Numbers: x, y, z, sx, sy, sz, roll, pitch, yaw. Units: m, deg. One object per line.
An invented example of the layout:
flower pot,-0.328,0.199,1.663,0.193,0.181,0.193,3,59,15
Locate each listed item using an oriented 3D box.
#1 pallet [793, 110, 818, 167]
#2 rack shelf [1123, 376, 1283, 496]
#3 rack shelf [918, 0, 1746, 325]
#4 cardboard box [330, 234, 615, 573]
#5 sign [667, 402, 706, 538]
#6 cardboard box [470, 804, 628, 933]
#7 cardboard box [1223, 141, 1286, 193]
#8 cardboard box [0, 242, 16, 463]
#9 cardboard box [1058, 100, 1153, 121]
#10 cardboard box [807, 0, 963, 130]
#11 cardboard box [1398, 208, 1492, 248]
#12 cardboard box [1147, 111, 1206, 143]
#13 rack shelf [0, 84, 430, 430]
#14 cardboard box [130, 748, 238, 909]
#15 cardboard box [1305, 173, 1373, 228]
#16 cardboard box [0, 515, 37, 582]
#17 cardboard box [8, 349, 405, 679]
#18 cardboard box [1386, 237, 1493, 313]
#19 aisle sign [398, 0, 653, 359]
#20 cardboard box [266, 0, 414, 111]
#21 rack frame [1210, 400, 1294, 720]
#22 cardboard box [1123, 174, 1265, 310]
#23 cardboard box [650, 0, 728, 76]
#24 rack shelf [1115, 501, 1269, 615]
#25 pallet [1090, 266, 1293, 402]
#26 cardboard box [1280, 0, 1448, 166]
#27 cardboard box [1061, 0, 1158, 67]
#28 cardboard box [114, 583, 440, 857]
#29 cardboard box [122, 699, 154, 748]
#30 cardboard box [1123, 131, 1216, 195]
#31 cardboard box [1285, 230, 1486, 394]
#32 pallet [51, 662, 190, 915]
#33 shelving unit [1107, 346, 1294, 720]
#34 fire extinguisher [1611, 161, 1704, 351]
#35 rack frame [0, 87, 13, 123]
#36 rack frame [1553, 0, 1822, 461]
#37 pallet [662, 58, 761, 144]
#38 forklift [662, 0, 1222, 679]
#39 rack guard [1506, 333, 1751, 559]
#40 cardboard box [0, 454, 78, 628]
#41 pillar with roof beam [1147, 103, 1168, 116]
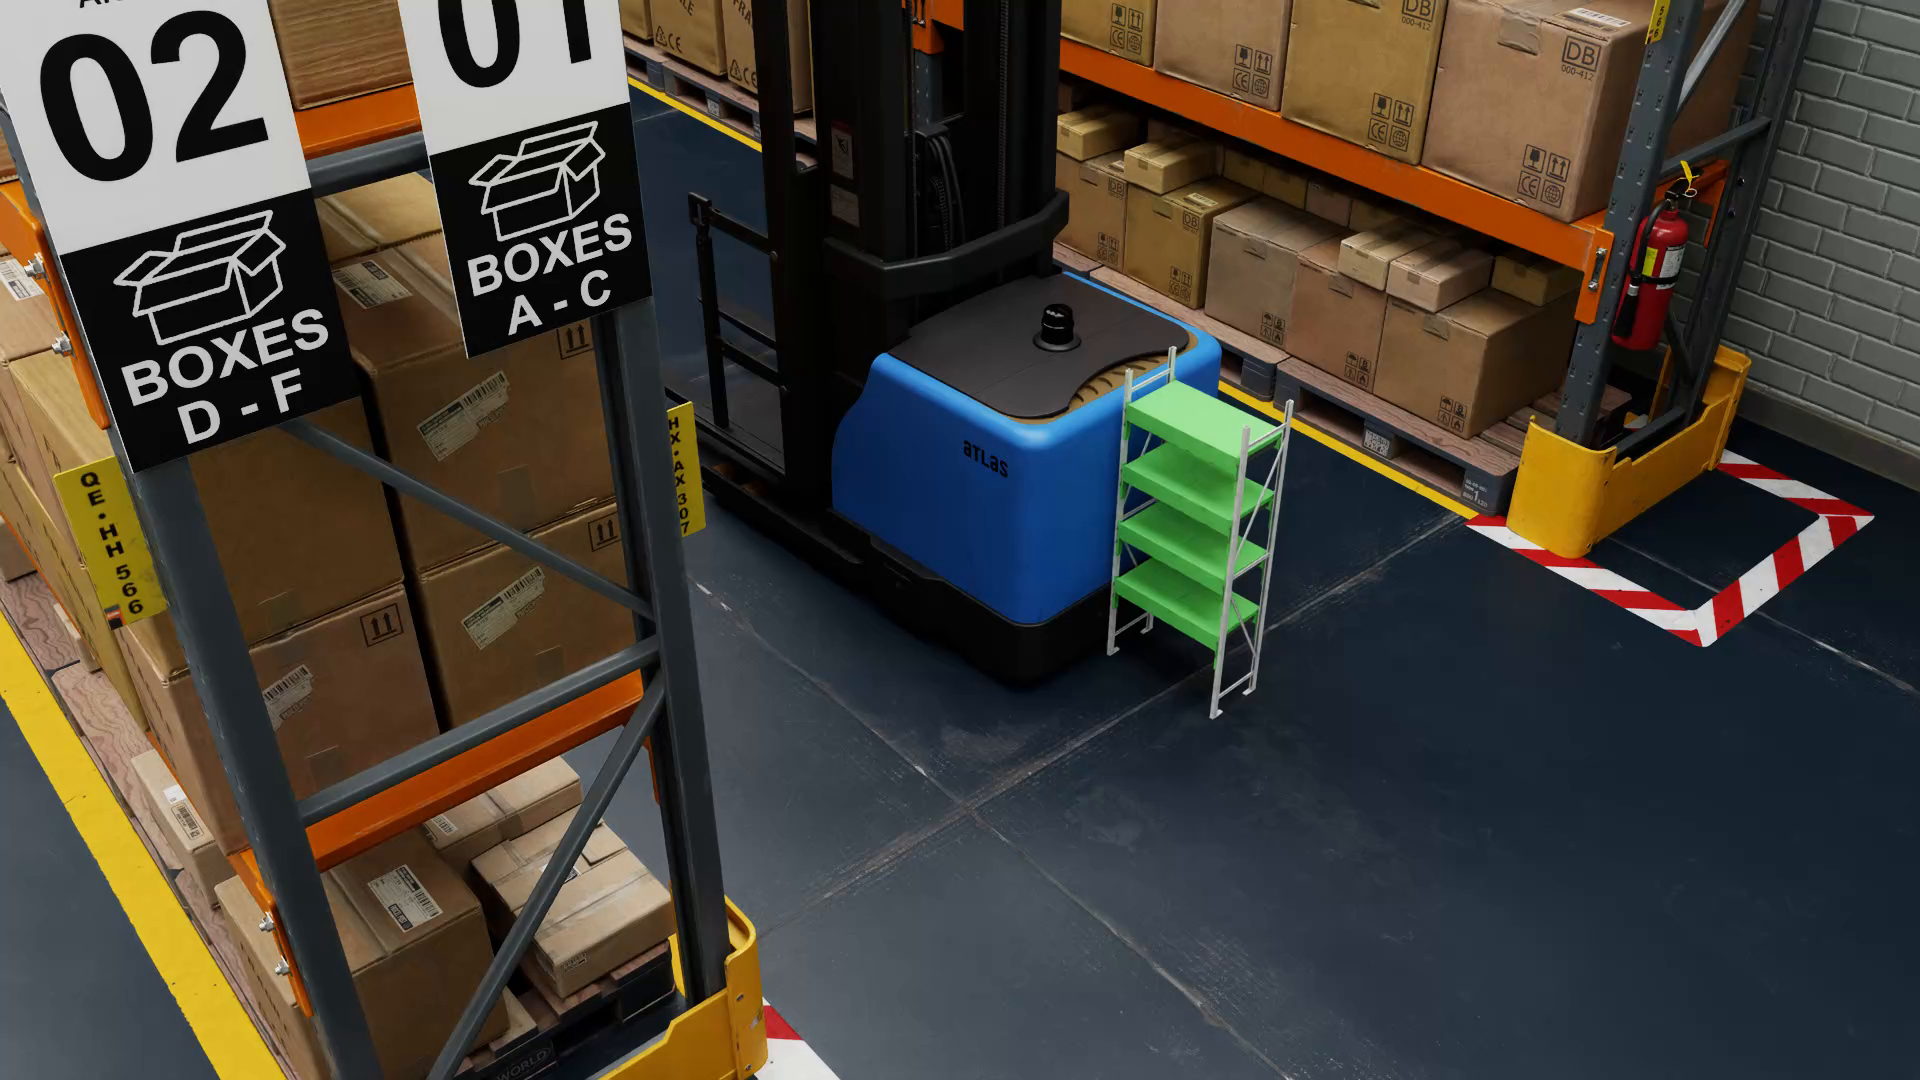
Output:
pallet,-0.378,-2.378,9.925,1.003,0.211,1.213,-26,43,-32
rack shelf,0.804,-0.349,5.485,0.258,0.148,0.480,-29,44,-34
rack shelf,1.468,-2.027,7.639,1.077,0.370,4.000,-26,43,-32
cardboard box,-1.108,-0.331,3.670,0.500,0.500,0.500,-25,42,-30
sign,-0.609,-0.144,3.608,0.100,0.325,0.005,-26,43,-32
cardboard box,-1.192,0.965,4.862,0.380,0.166,0.250,-26,43,-32
cardboard box,1.482,-1.815,7.956,0.380,0.149,0.250,-27,43,-33
cardboard box,-2.185,-0.581,4.023,0.500,0.500,0.500,-25,42,-31
cardboard box,0.582,-1.986,8.758,0.700,0.500,0.500,-25,43,-31
cardboard box,-0.341,-2.736,9.514,0.750,0.750,0.750,-25,43,-31
cardboard box,2.136,-1.368,7.324,0.380,0.149,0.250,-26,43,-32
cardboard box,1.152,-2.041,8.275,0.380,0.149,0.250,-28,44,-33
rack shelf,-2.314,-1.401,4.161,1.077,0.370,4.000,-26,43,-32
cardboard box,-2.152,0.776,5.058,0.500,0.250,0.500,-26,43,-32
cardboard box,1.811,-1.590,7.638,0.380,0.149,0.250,-25,42,-31
cardboard box,-3.499,-0.170,6.341,0.500,0.311,0.500,-26,43,-32
cardboard box,-1.520,-0.131,3.388,0.500,0.500,0.500,-26,43,-32
cardboard box,2.008,-1.114,6.965,0.380,0.149,0.250,-27,43,-32
aisle sign,-0.755,-0.728,2.934,0.394,0.787,0.004,-26,43,-32
cardboard box,-1.160,-1.072,3.203,0.500,0.250,0.500,-26,43,-32
rack frame,0.972,0.093,5.581,0.240,1.200,0.015,-29,44,-34
cardboard box,1.233,-1.536,8.122,0.700,0.500,0.500,-25,42,-31
cardboard box,-1.469,-3.501,10.594,0.750,0.750,0.750,-26,43,-32
rack shelf,0.804,0.043,5.762,0.258,0.148,0.480,-29,44,-34
pallet,1.400,-1.161,8.207,1.003,0.211,1.213,-26,43,-32
cardboard box,1.944,-2.098,6.858,0.980,0.700,0.700,-26,43,-32
cardboard box,0.982,-2.756,7.786,0.980,0.700,0.700,-27,43,-33
cardboard box,-1.520,0.275,3.680,0.500,0.500,0.500,-25,42,-30
cardboard box,-2.388,0.313,5.492,0.797,0.503,0.637,-26,43,-32
cardboard box,1.000,-1.801,7.936,0.380,0.149,0.250,-27,44,-33
cardboard box,1.908,-1.081,7.481,0.700,0.500,0.500,-26,43,-32
pallet,-2.370,0.627,5.683,1.003,0.211,1.213,-26,43,-32
shelving unit,0.804,-0.009,5.725,0.258,1.200,0.503,-29,44,-34
fire extinguisher,2.503,-1.015,5.977,0.296,0.674,0.183,-26,43,-32
rack frame,-1.023,-2.036,1.839,1.000,3.000,0.127,-26,43,-32
rack frame,2.759,-1.437,6.184,1.000,3.000,0.127,-26,43,-32
pallet,-1.170,-2.917,10.686,1.003,0.211,1.213,-26,43,-32
forklift,-0.432,-1.457,6.271,1.130,2.935,3.031,-29,44,-34
rack guard,2.774,-0.406,6.891,1.175,0.500,0.348,-26,43,-32
cardboard box,-2.175,-0.175,4.315,0.500,0.500,0.500,-26,43,-31
pillar with roof beam,-1.999,-4.059,4.696,9.100,9.000,0.400,-26,43,-32
